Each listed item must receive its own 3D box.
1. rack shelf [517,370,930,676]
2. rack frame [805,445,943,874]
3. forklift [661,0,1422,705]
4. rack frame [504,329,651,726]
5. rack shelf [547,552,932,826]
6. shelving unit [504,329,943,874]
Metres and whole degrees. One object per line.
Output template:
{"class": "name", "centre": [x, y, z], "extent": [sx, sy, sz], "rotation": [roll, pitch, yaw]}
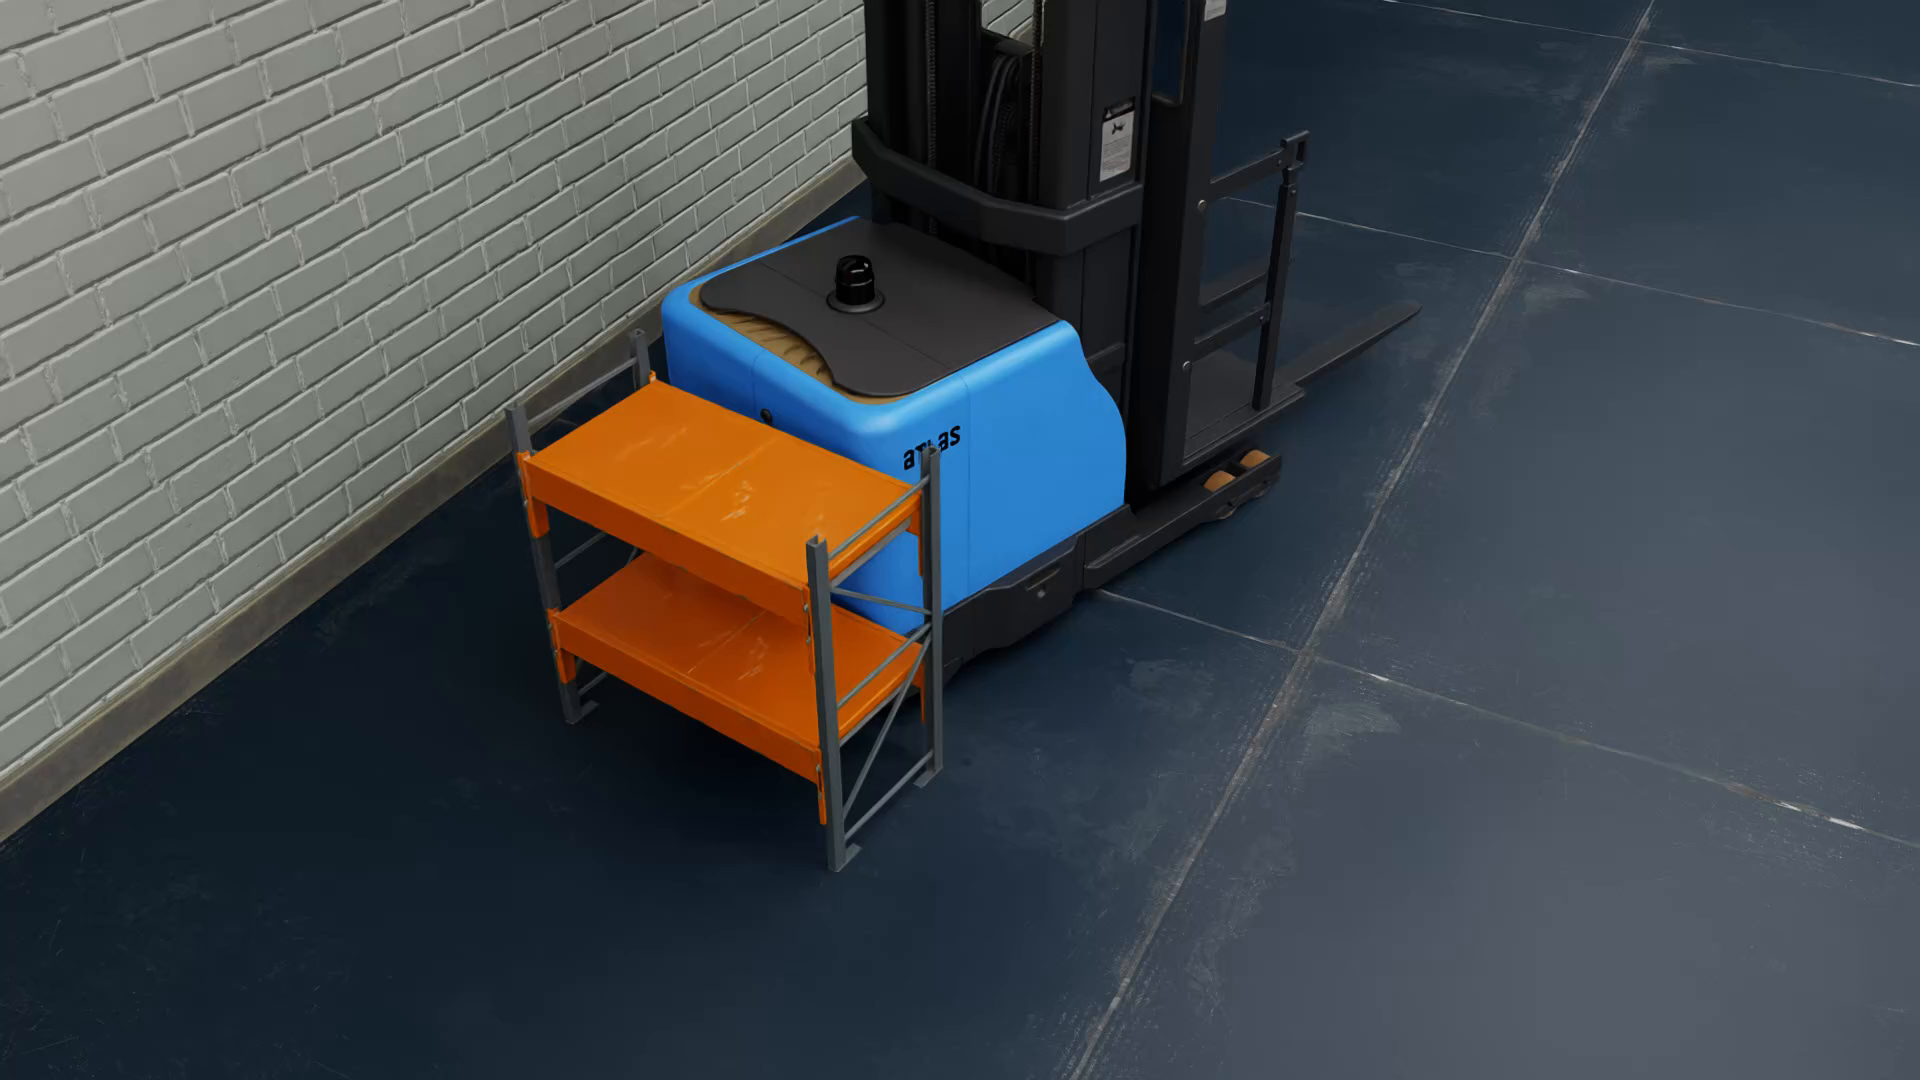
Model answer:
{"class": "rack shelf", "centre": [-0.621, -0.074, 4.432], "extent": [1.000, 0.278, 0.538], "rotation": [23, 43, 27]}
{"class": "rack frame", "centre": [-0.205, 0.336, 4.376], "extent": [0.032, 1.125, 0.500], "rotation": [23, 43, 27]}
{"class": "forklift", "centre": [0.510, -1.447, 5.232], "extent": [3.031, 2.935, 1.130], "rotation": [-30, 46, -33]}
{"class": "rack frame", "centre": [-1.037, -0.017, 4.842], "extent": [0.032, 1.125, 0.500], "rotation": [23, 43, 27]}
{"class": "rack shelf", "centre": [-0.621, 0.354, 4.757], "extent": [1.000, 0.278, 0.538], "rotation": [23, 43, 27]}
{"class": "shelving unit", "centre": [-0.621, 0.159, 4.609], "extent": [1.048, 1.125, 0.538], "rotation": [23, 43, 27]}
